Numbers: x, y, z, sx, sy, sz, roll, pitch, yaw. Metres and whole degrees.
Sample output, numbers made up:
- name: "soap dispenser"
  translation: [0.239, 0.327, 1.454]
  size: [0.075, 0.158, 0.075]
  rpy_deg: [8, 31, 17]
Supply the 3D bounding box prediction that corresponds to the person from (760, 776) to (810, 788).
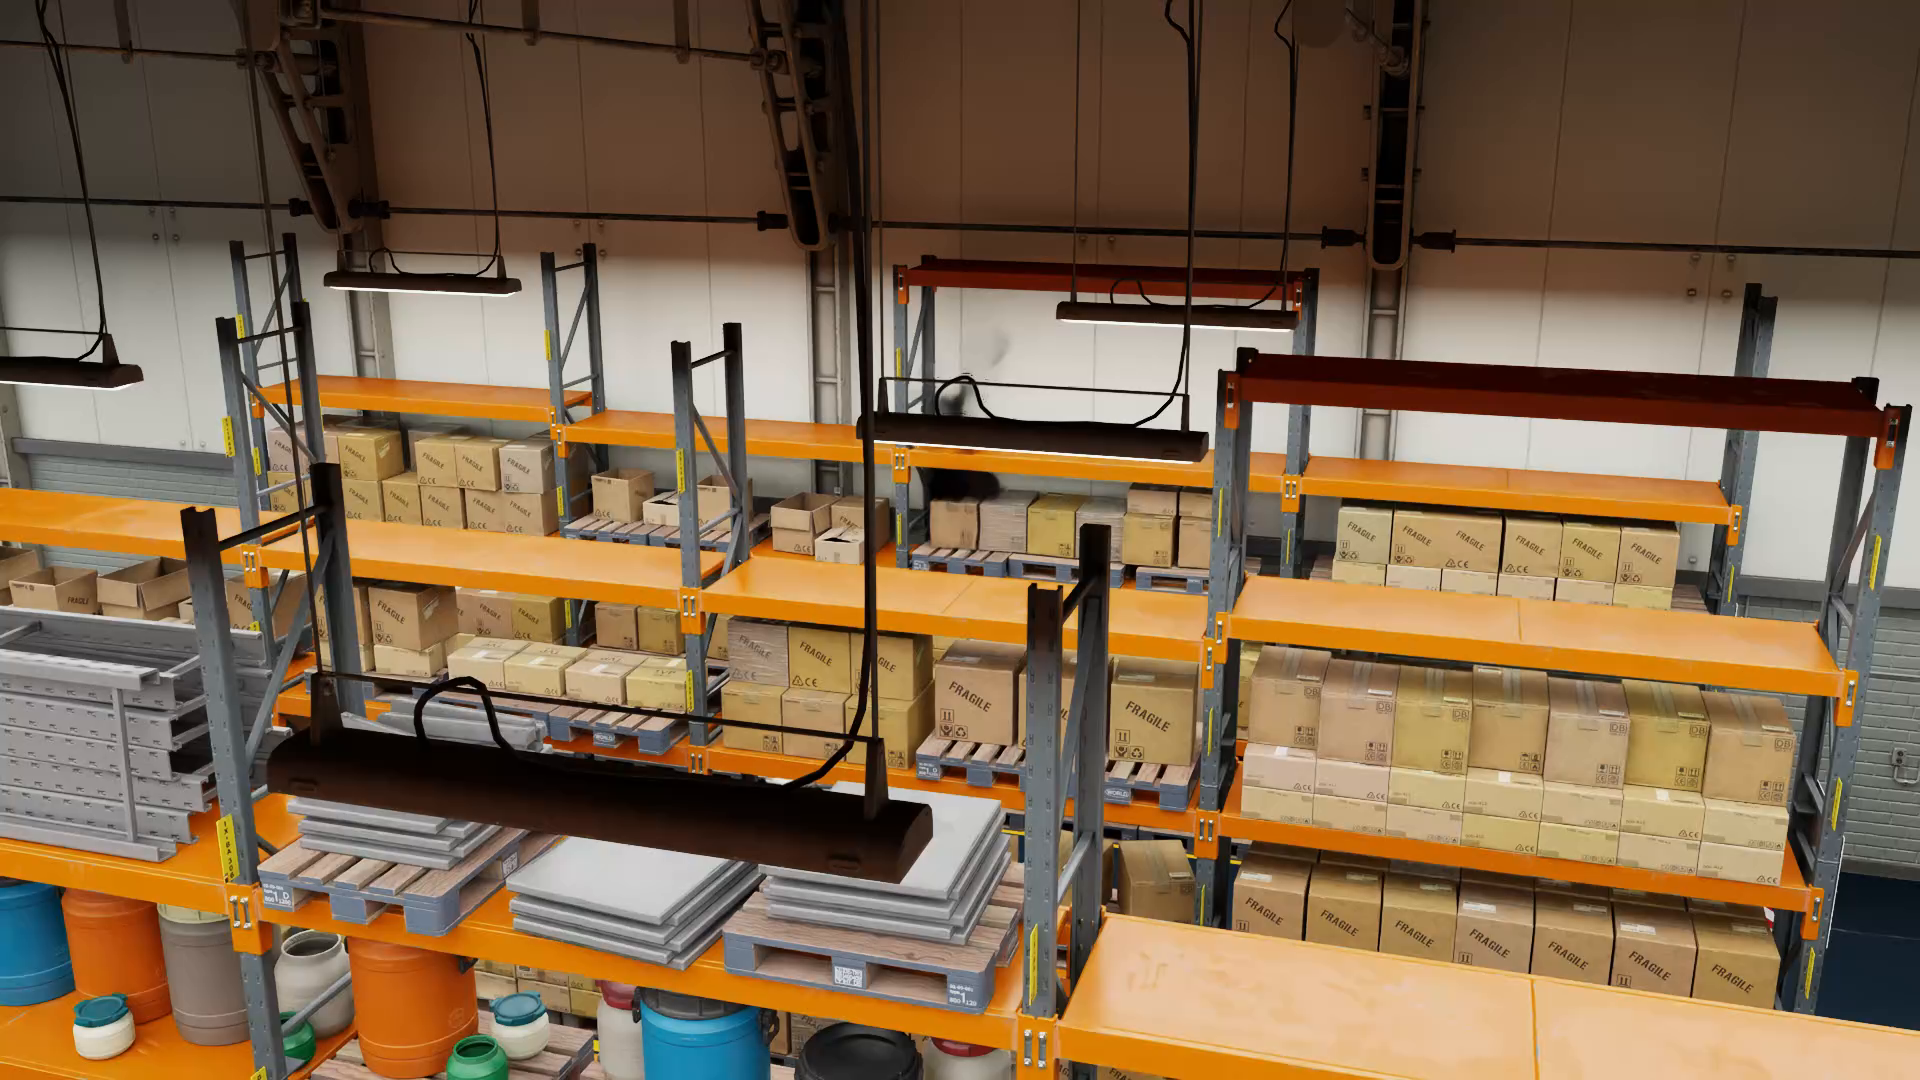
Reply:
- name: "person"
  translation: [-1.712, 2.779, 15.994]
  size: [0.864, 1.810, 0.578]
  rpy_deg: [2, 16, 6]
